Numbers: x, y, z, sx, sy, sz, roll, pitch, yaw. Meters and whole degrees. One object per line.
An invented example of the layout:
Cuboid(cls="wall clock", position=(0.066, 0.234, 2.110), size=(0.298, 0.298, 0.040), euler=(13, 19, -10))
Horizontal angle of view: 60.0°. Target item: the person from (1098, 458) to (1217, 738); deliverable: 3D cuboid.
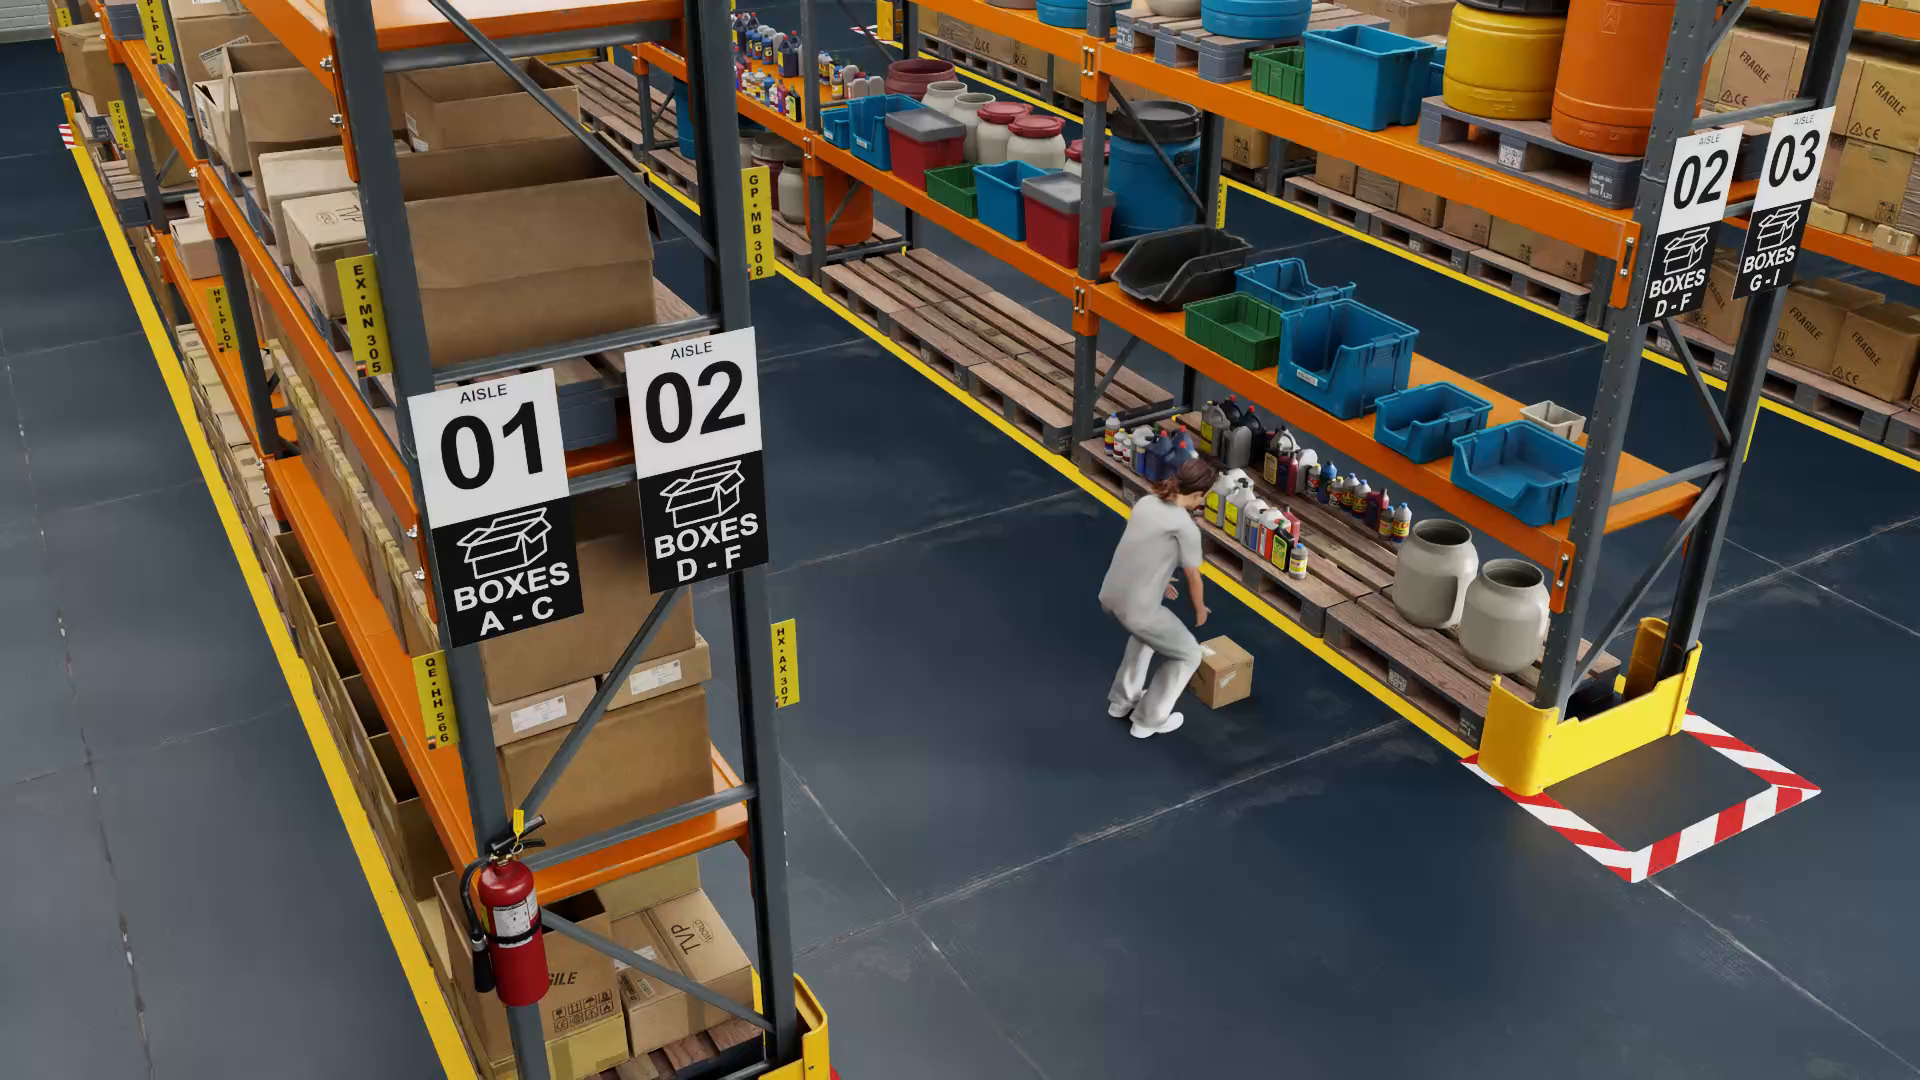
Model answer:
Cuboid(cls="person", position=(0.977, 0.282, 8.324), size=(0.616, 1.417, 0.490), euler=(-16, 33, -26))
